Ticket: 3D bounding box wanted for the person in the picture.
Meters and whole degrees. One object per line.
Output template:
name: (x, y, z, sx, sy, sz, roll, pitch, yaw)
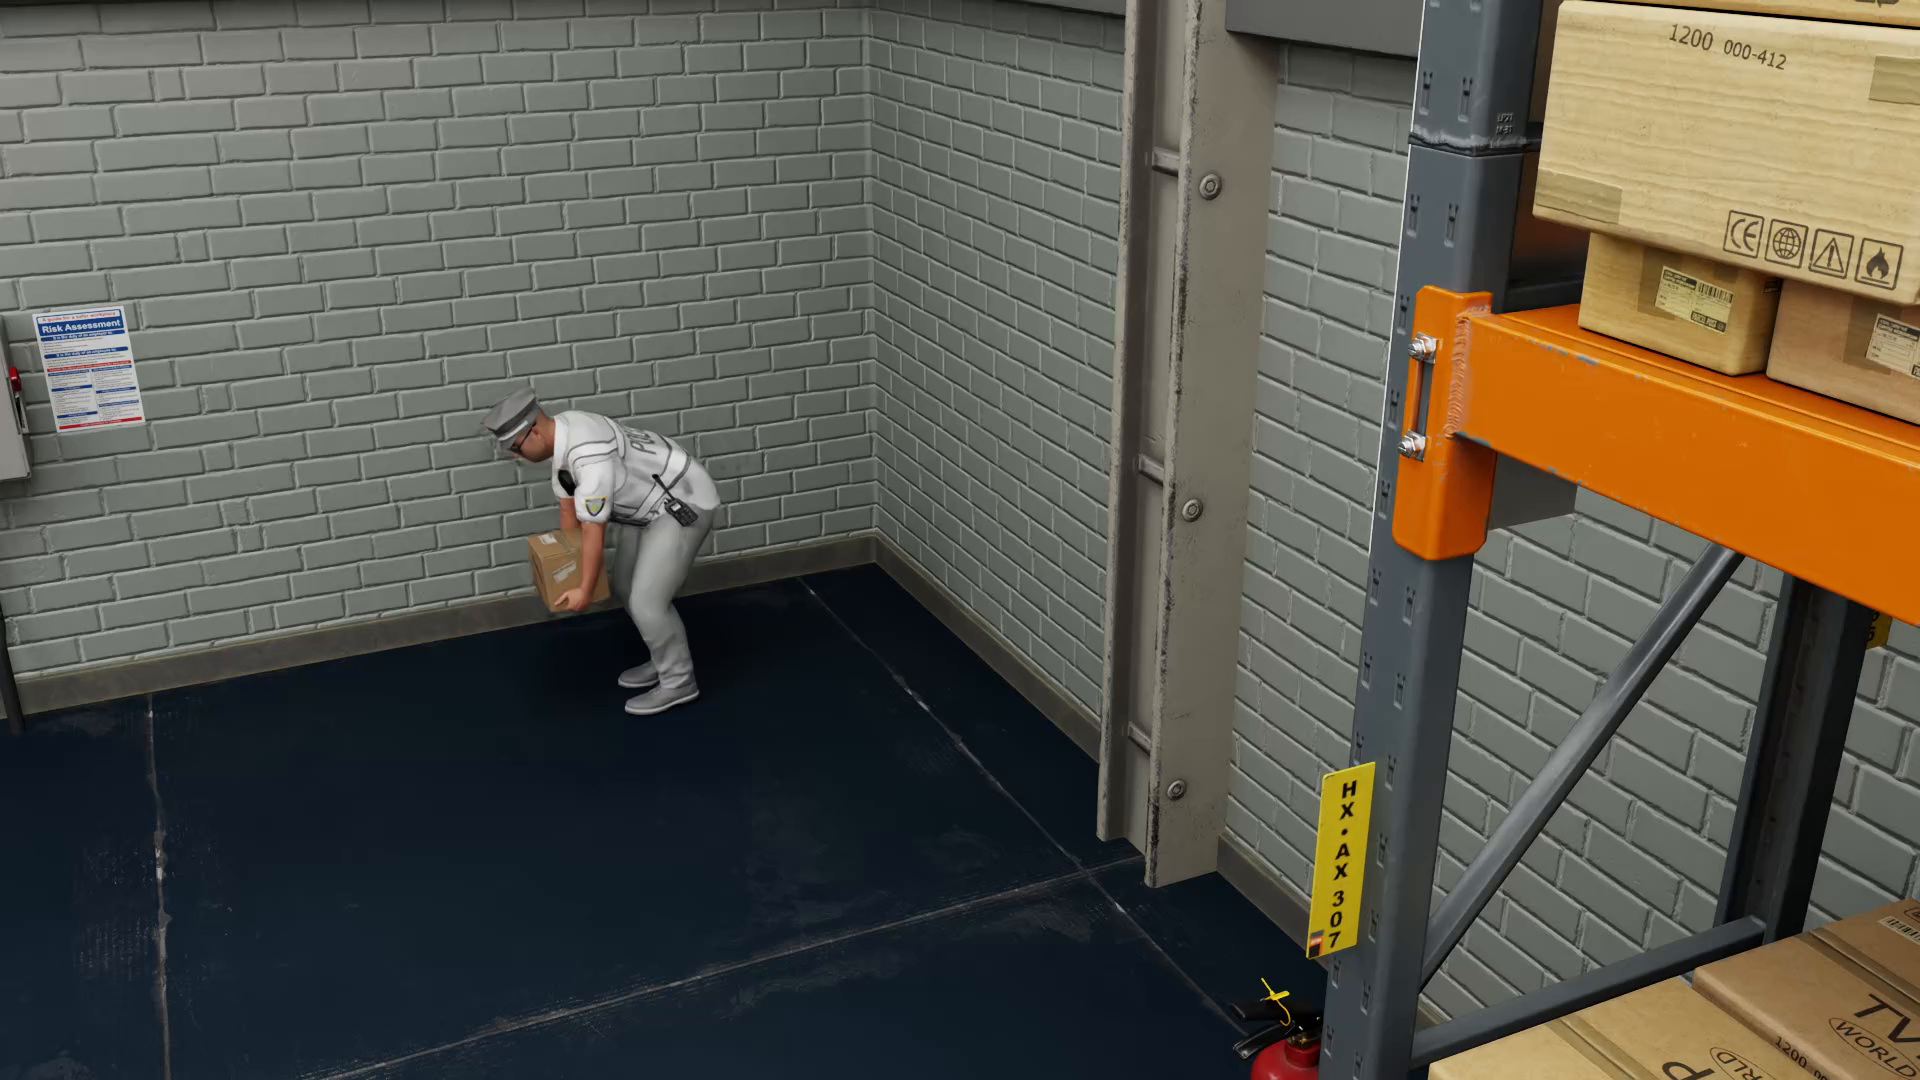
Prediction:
person: (-1.459, 0.032, 6.918, 0.931, 1.445, 0.490, -11, 24, -25)
